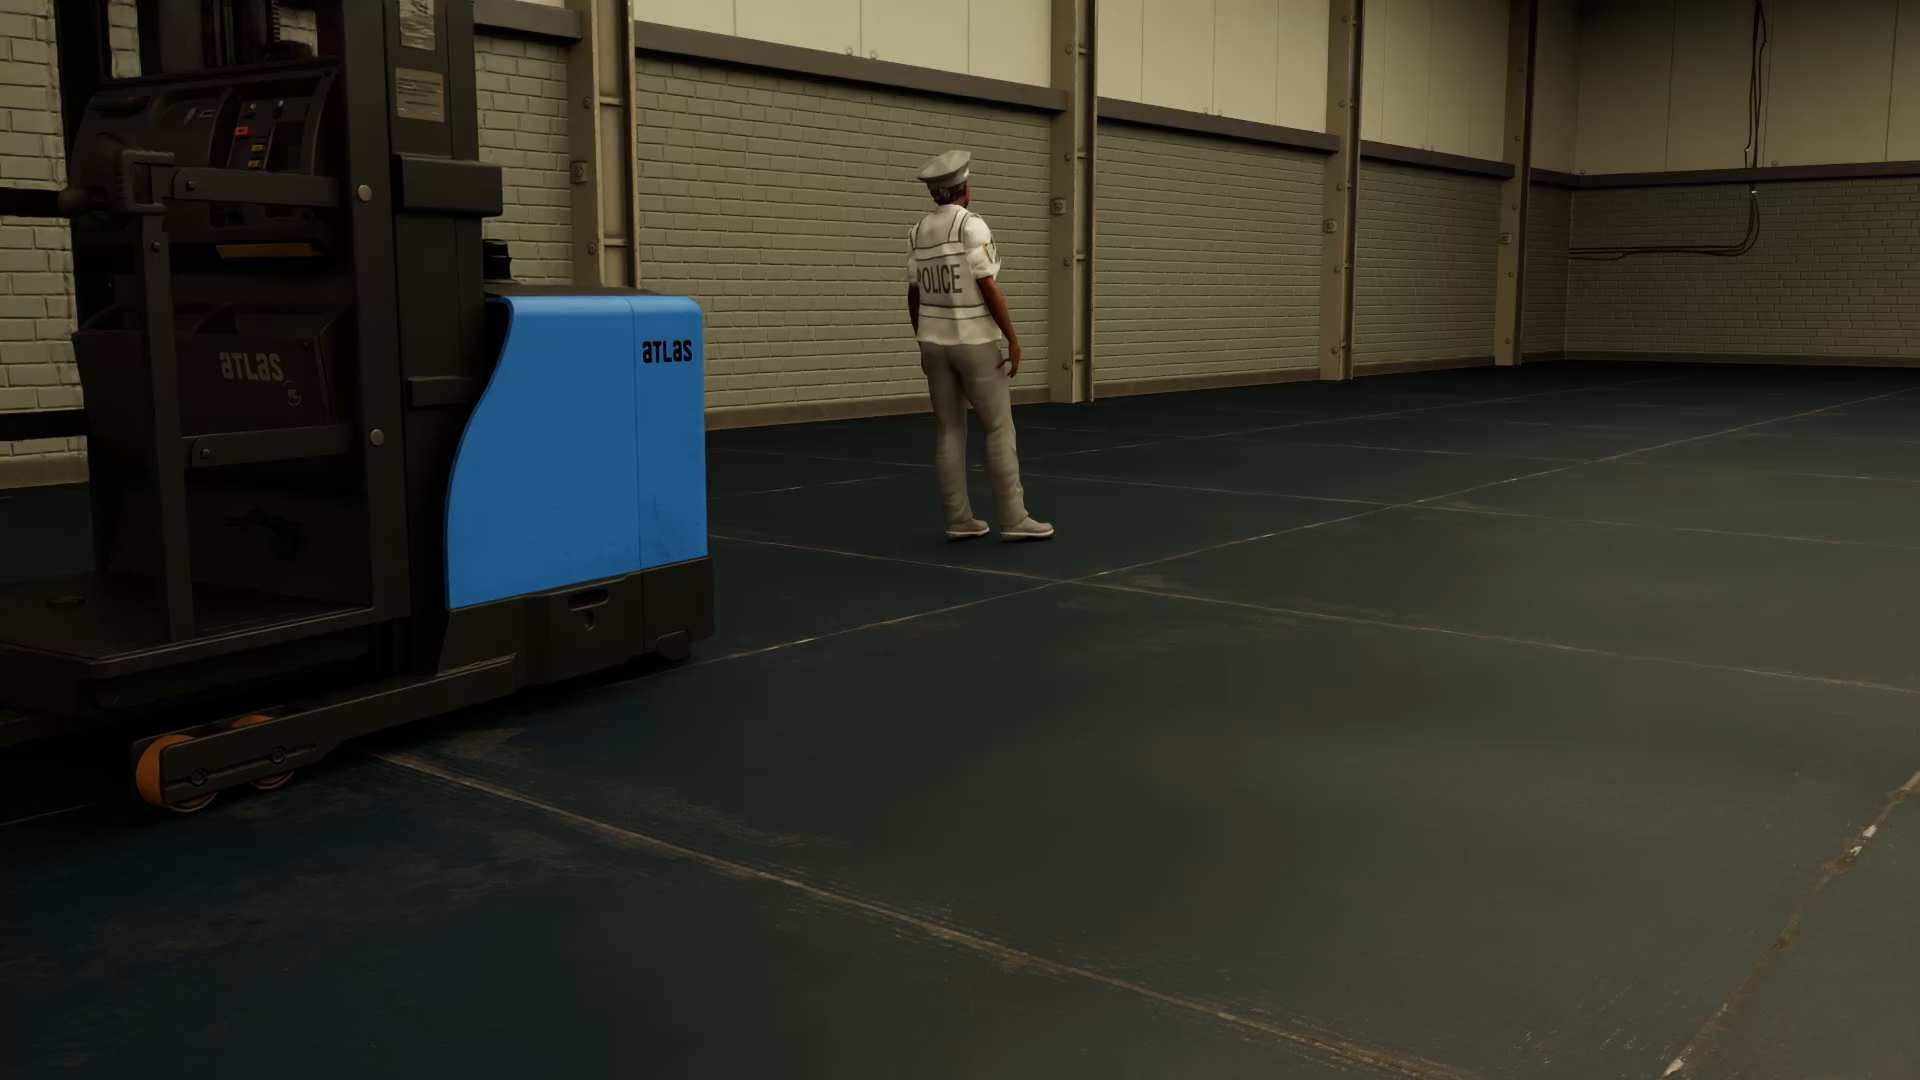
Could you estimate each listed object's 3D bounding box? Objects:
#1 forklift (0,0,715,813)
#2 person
[{"bbox_3d":[-1.924,-0.953,3.793,1.130,2.935,3.031,5,10,31],"label":"forklift"},{"bbox_3d":[0.063,-0.852,7.327,0.569,1.695,0.528,7,11,38],"label":"person"}]
